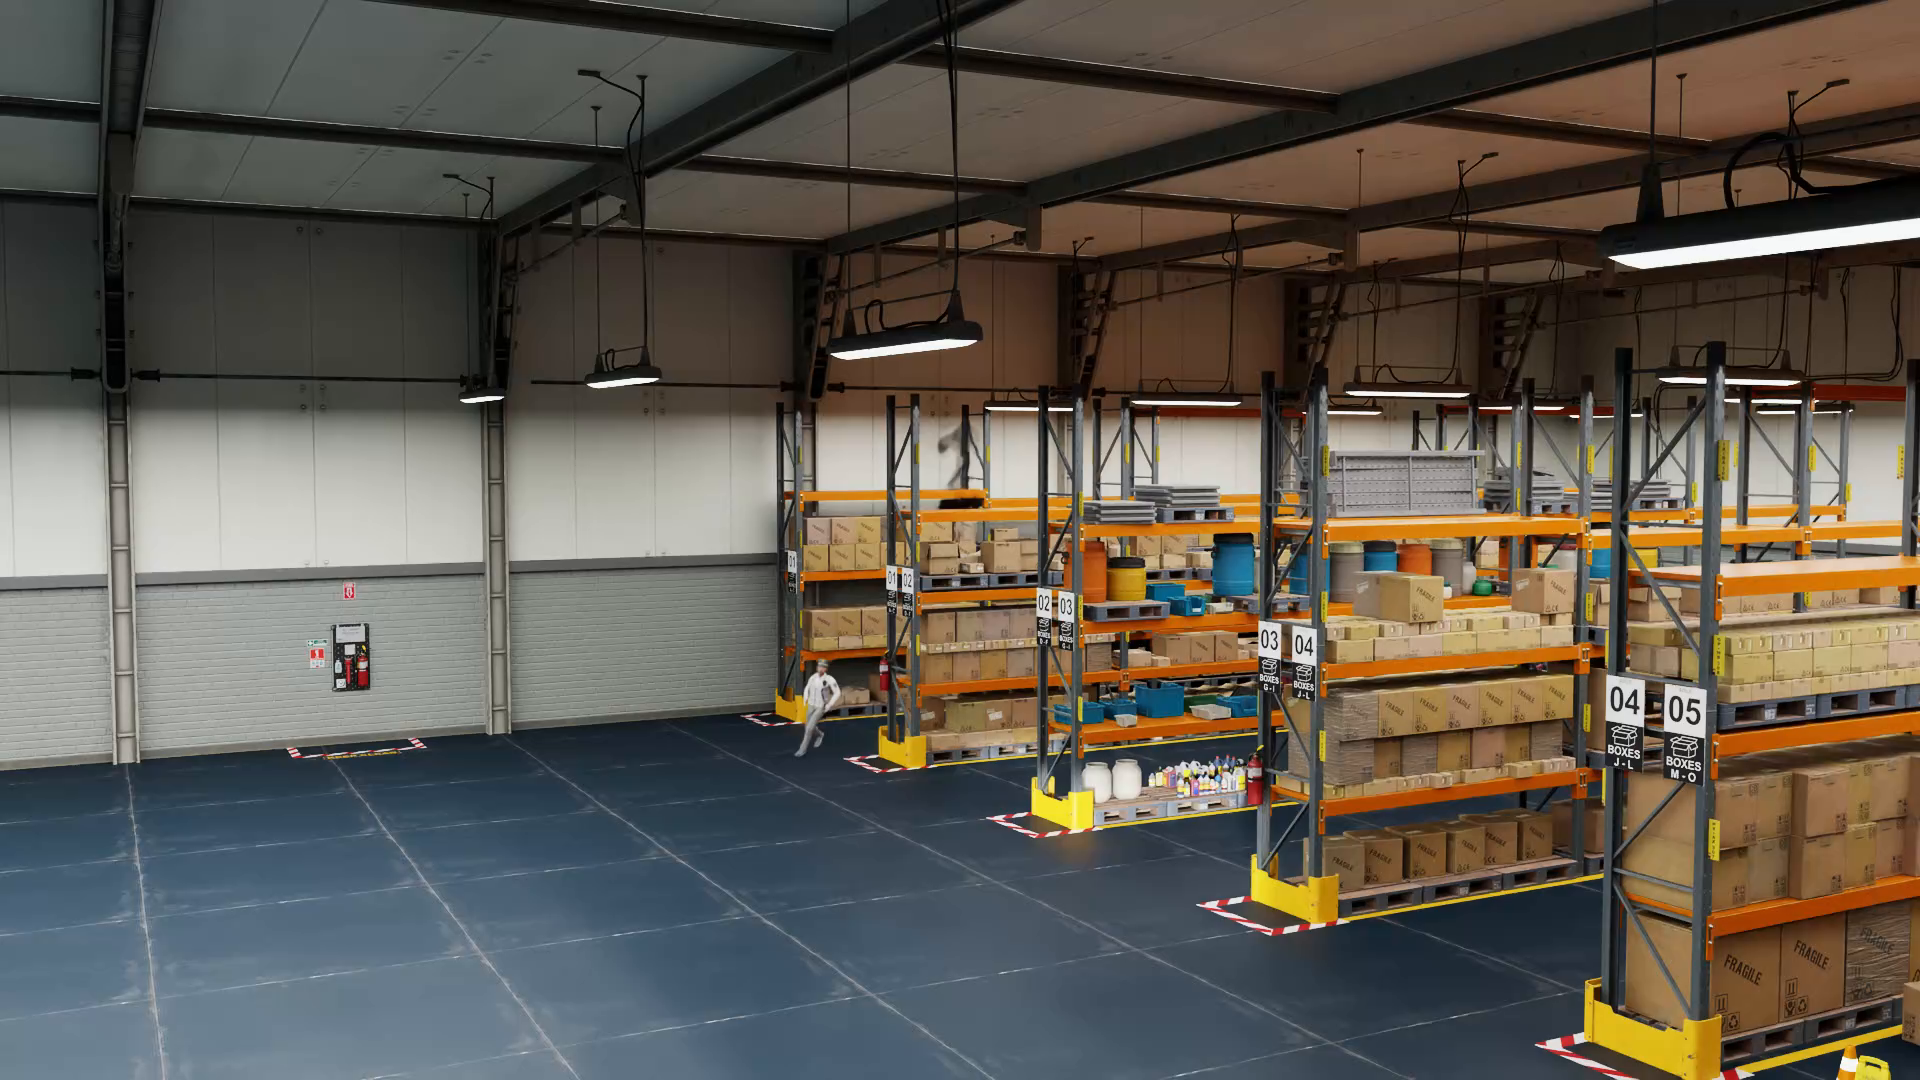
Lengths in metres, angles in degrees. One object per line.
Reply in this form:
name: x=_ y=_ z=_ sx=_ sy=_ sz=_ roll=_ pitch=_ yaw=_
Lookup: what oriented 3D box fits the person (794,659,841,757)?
person: x=-2.317 y=2.790 z=27.824 sx=0.679 sy=1.646 sz=0.726 roll=2 pitch=4 yaw=26
